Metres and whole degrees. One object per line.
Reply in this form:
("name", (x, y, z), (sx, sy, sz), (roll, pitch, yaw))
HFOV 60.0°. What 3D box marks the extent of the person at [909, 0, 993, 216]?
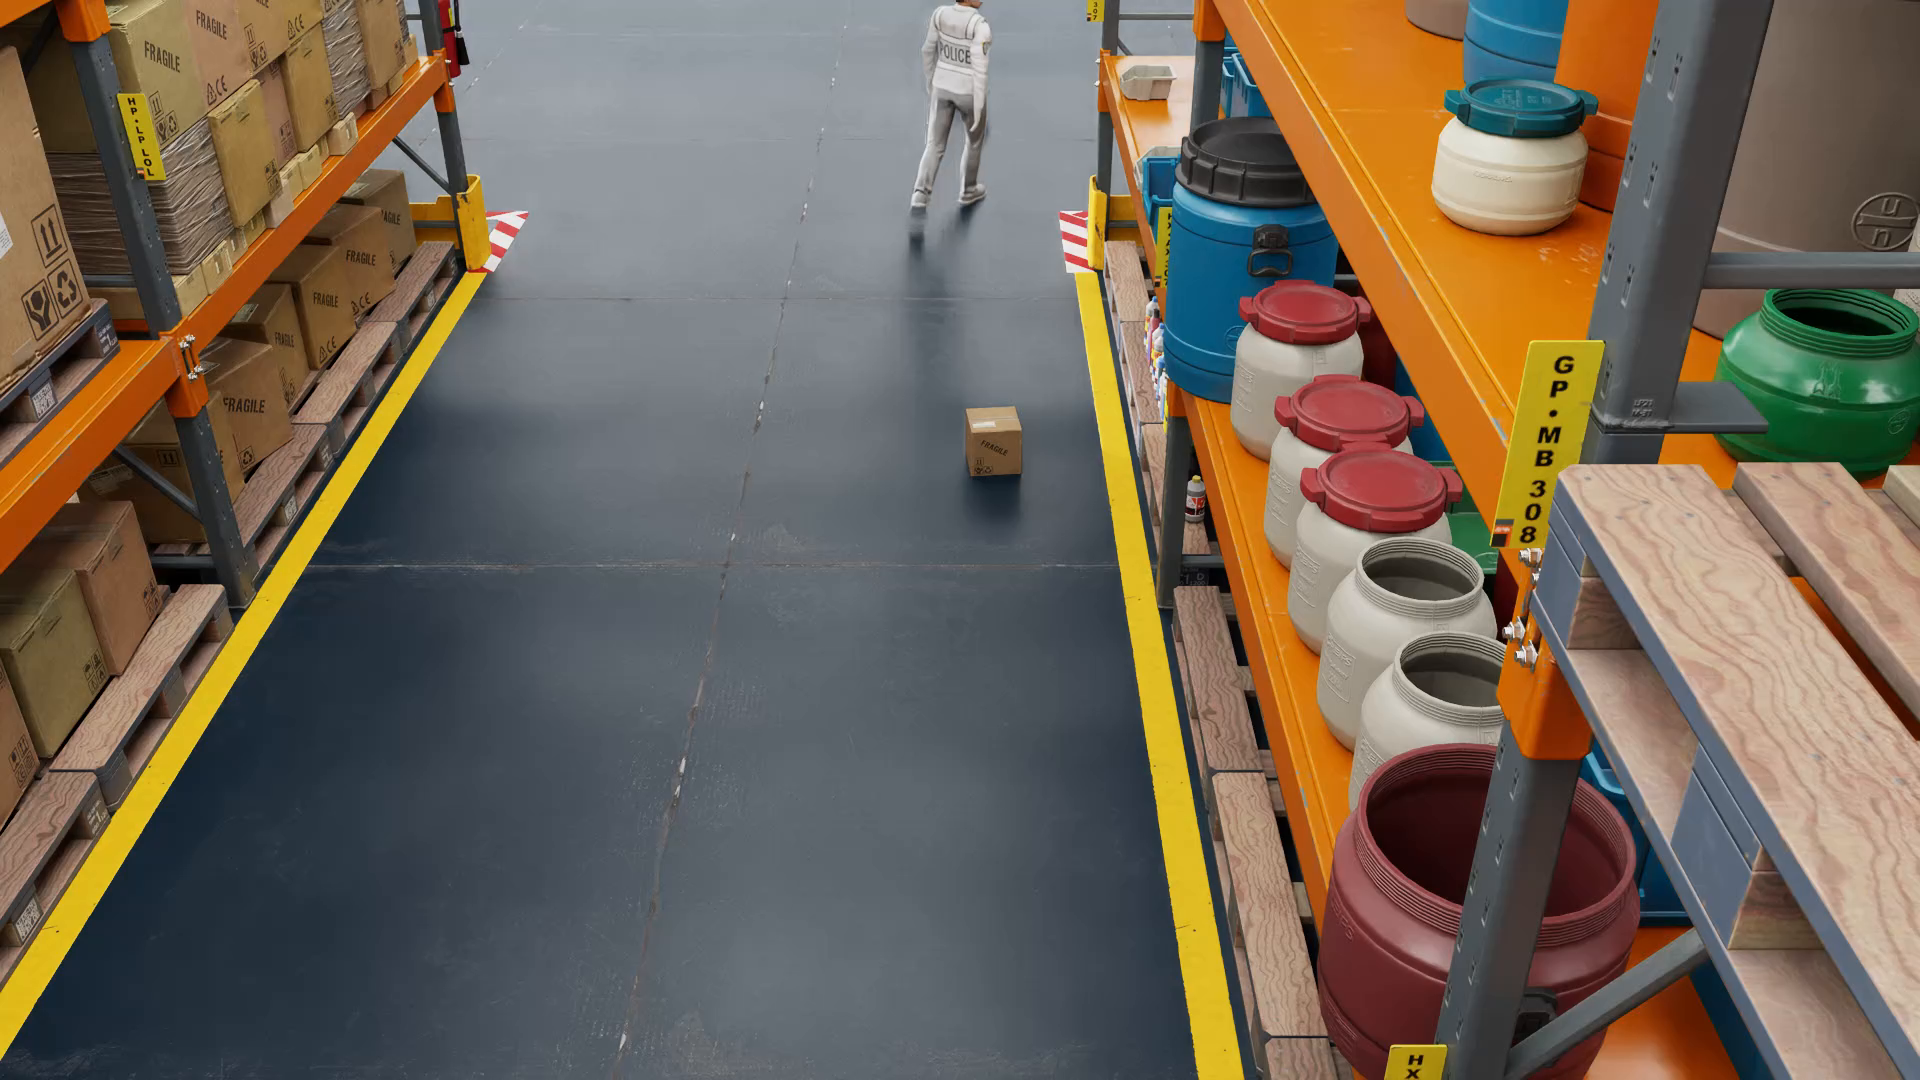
("person", (-0.049, -2.904, 10.828), (0.555, 1.619, 0.903), (15, 35, 22))
